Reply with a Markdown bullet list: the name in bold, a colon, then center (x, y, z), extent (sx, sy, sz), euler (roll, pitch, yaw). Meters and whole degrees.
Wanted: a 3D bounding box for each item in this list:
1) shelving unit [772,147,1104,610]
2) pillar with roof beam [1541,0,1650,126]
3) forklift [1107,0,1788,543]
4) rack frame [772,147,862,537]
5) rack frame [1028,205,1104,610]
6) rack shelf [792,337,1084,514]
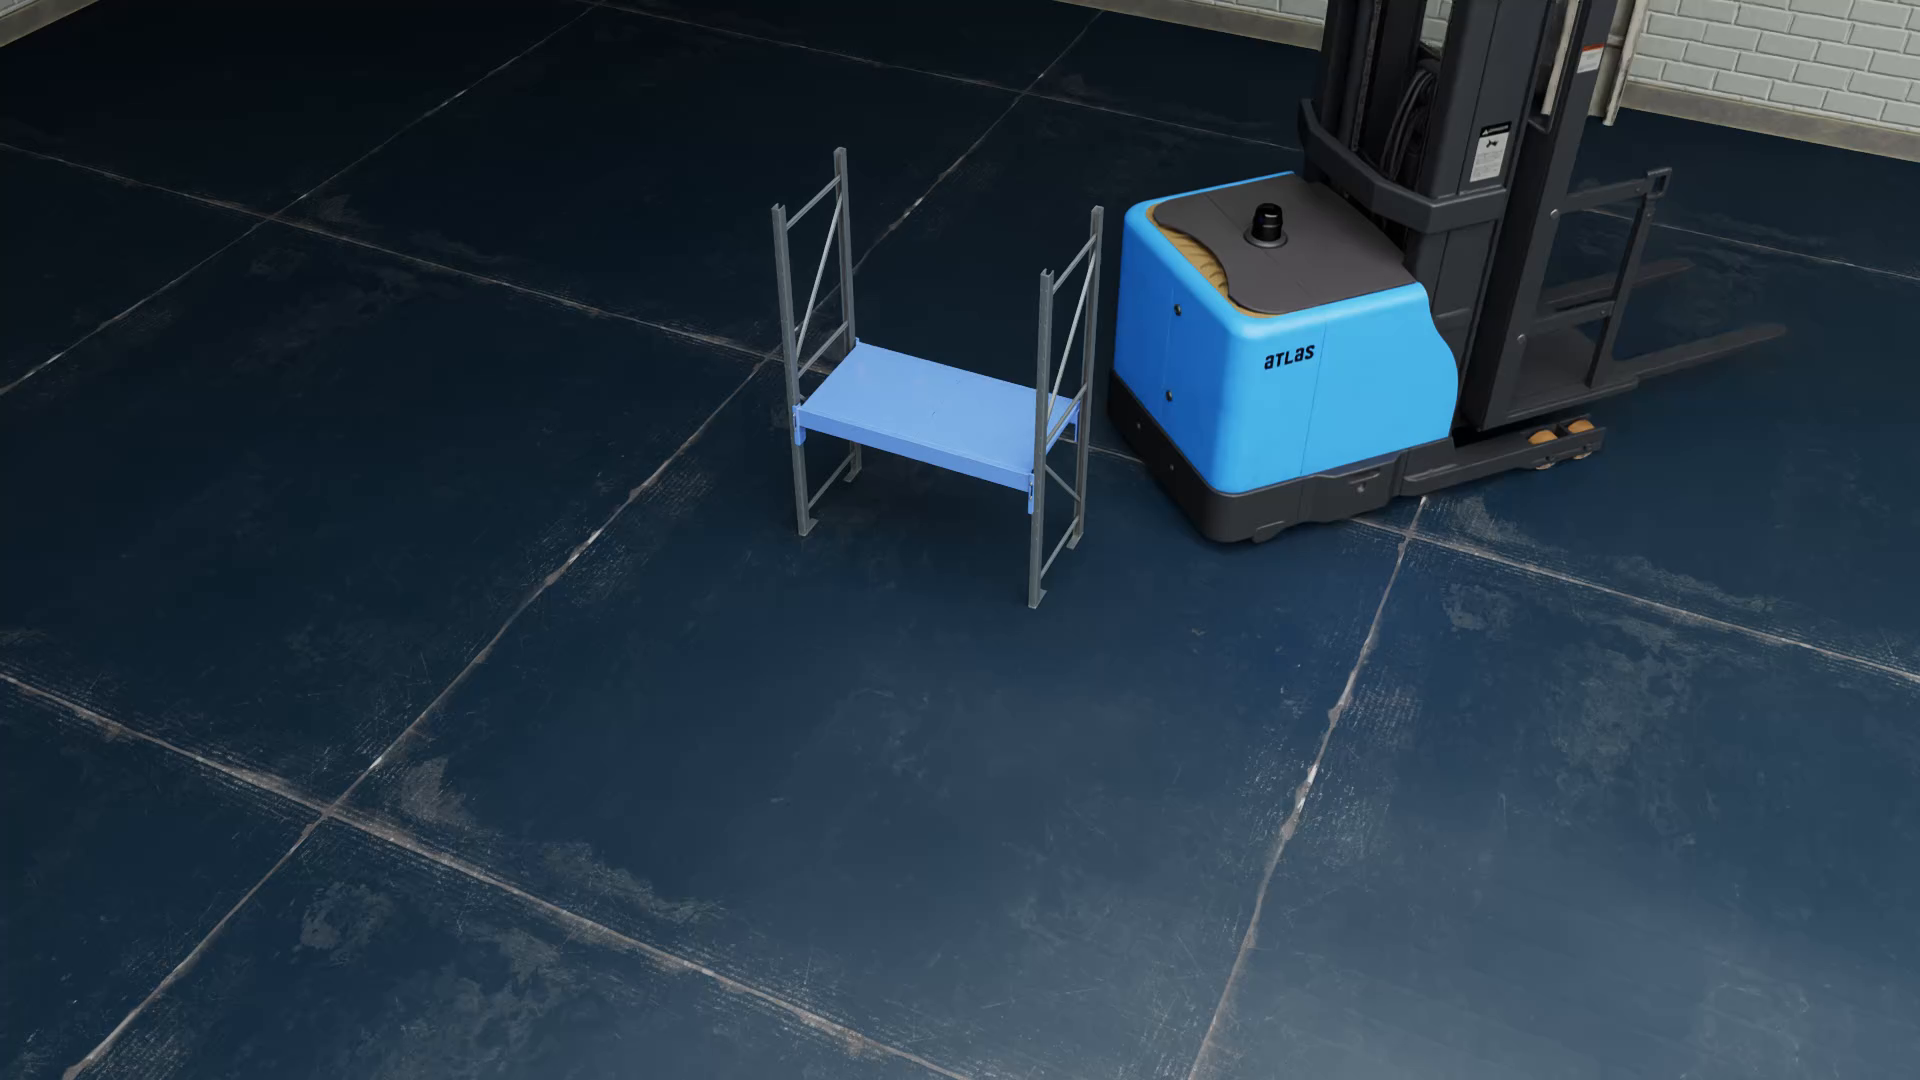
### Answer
- **shelving unit**: center (-0.077, -0.590, 6.286), extent (1.048, 1.500, 0.538), euler (17, 44, 19)
- **pillar with roof beam**: center (1.779, -3.347, 3.742), extent (0.400, 9.000, 9.100), euler (17, 44, 19)
- **forklift**: center (2.211, -1.714, 6.490), extent (3.031, 2.935, 1.130), euler (-15, 43, -17)
- **rack frame**: center (-0.538, -0.731, 6.448), extent (0.032, 1.500, 0.500), euler (17, 44, 19)
- **rack frame**: center (0.383, -0.450, 6.124), extent (0.032, 1.500, 0.500), euler (17, 44, 19)
- **rack shelf**: center (-0.077, -0.454, 6.404), extent (1.000, 0.185, 0.538), euler (17, 44, 19)
